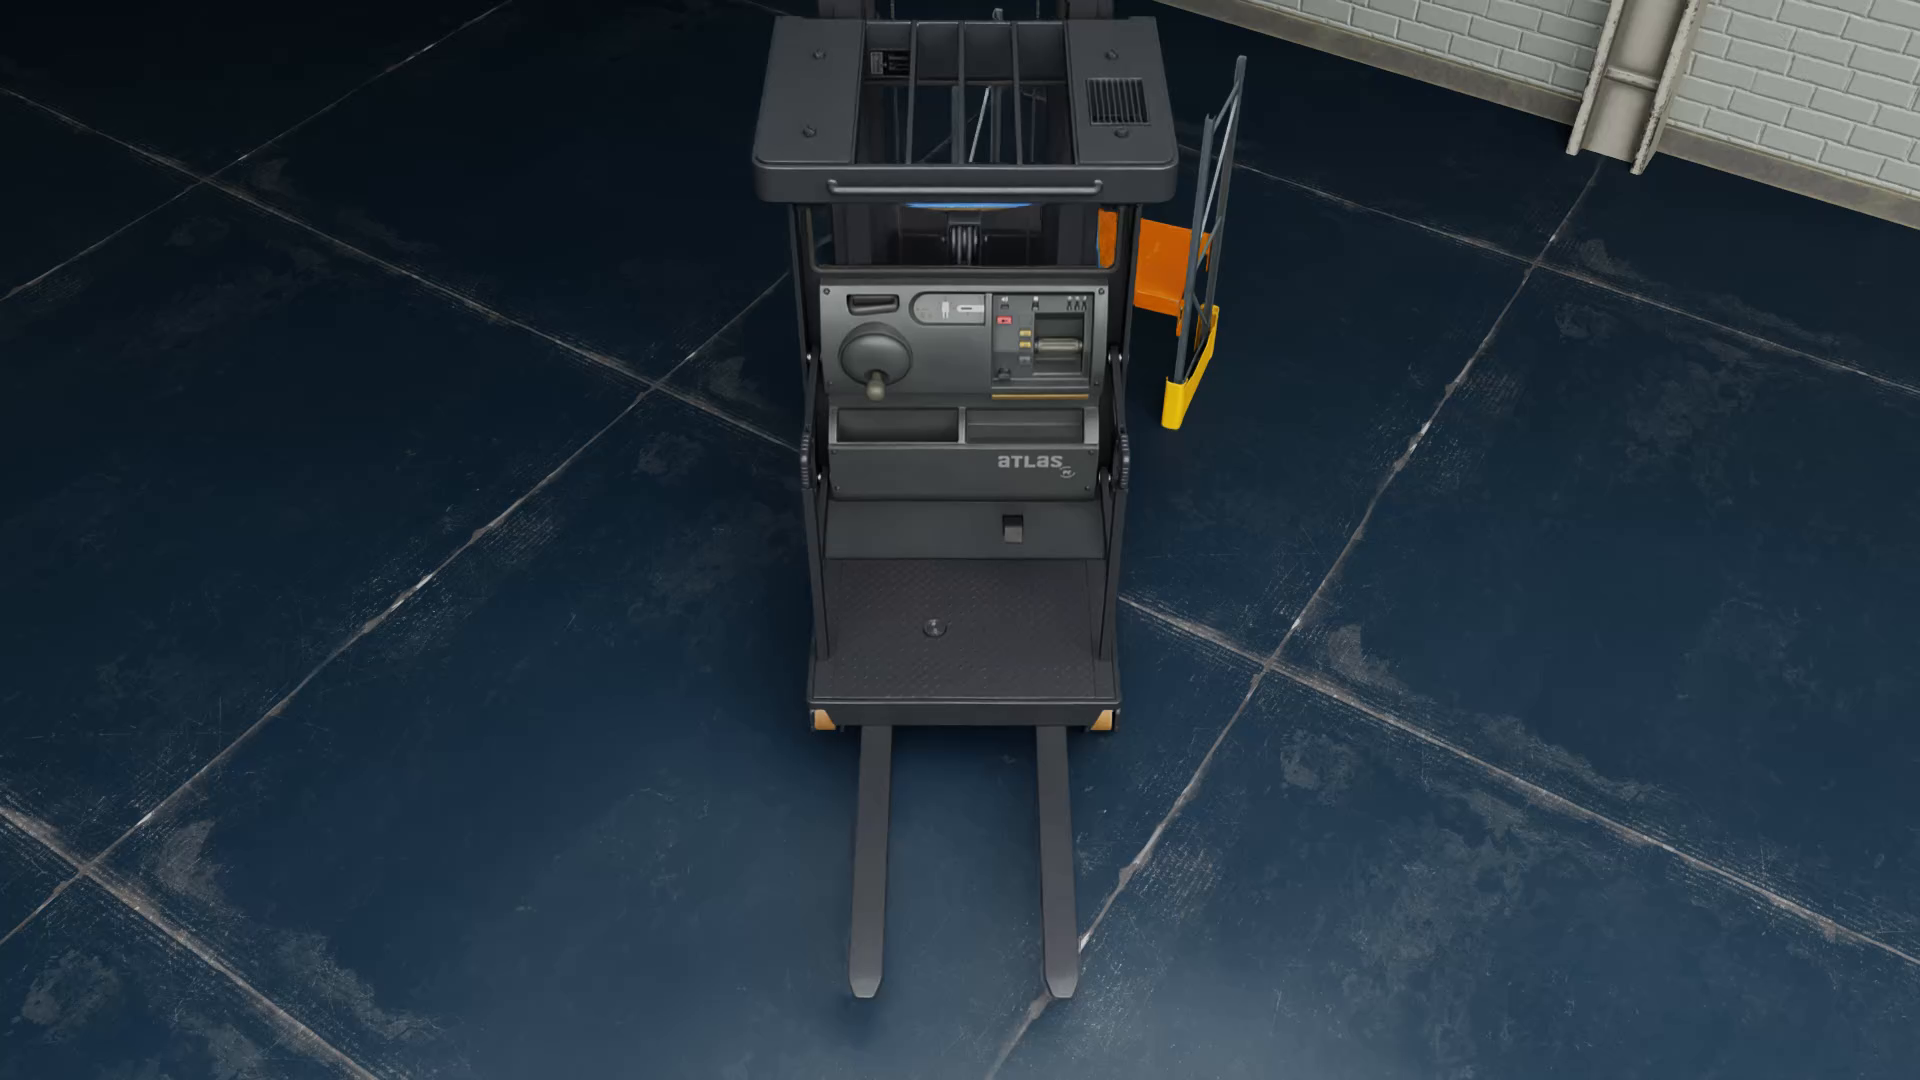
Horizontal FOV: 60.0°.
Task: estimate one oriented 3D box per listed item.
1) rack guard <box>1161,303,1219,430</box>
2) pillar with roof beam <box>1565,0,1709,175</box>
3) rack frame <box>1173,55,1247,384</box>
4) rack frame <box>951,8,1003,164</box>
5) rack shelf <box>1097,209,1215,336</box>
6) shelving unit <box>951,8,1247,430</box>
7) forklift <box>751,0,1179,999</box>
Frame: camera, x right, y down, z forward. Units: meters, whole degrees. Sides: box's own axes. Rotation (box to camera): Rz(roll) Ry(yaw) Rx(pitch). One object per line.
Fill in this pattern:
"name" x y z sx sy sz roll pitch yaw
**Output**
"rack guard" 1.015 -0.769 7.323 0.087 0.250 0.587 16 48 15
"pillar with roof beam" 1.101 -2.588 2.990 0.400 9.000 9.100 25 51 22
"rack frame" 1.016 -1.204 6.874 0.032 1.500 0.500 16 48 15
"rack frame" 0.070 -1.472 7.134 0.032 1.500 0.500 16 48 15
"rack shelf" 0.543 -1.213 7.133 1.000 0.185 0.538 16 48 15
"shelving unit" 0.551 -1.335 7.002 1.083 1.500 0.587 16 48 15
"forklift" 0.014 -0.554 5.245 1.130 2.935 3.031 0 46 0
